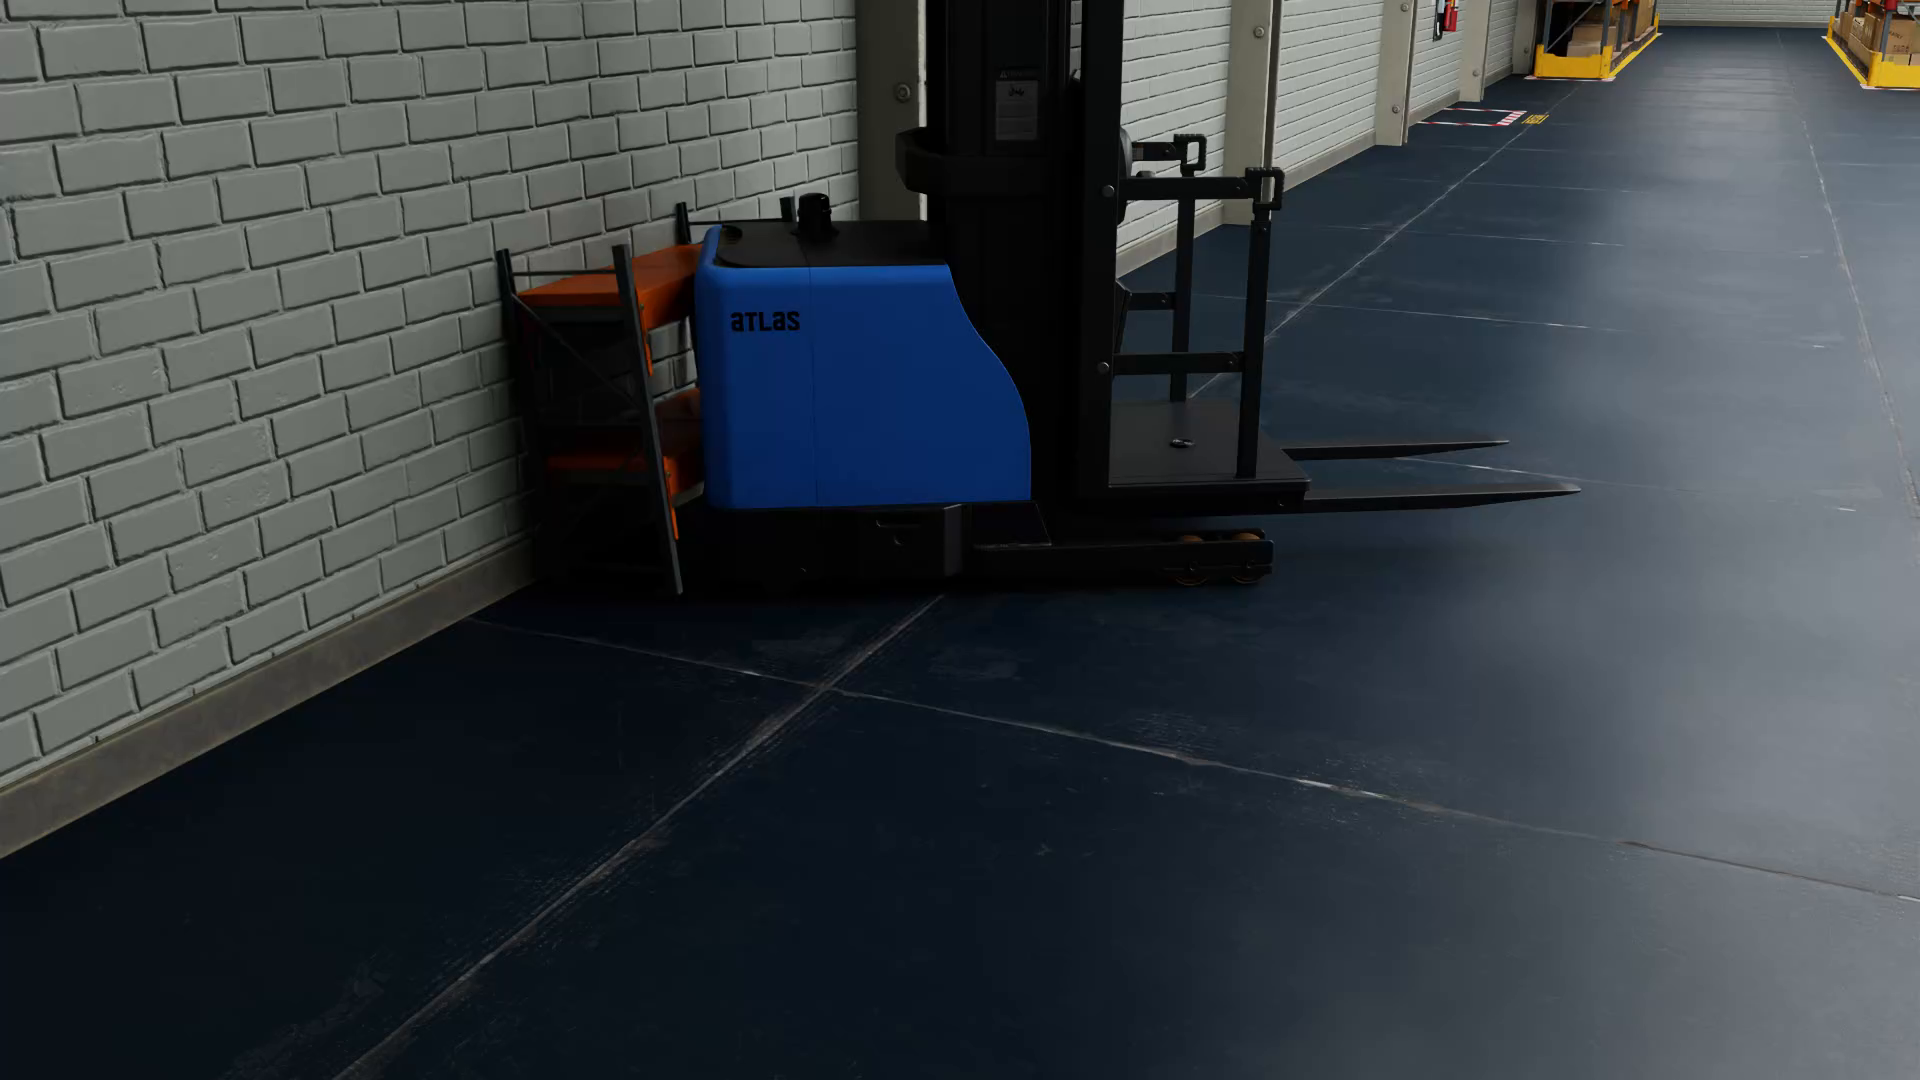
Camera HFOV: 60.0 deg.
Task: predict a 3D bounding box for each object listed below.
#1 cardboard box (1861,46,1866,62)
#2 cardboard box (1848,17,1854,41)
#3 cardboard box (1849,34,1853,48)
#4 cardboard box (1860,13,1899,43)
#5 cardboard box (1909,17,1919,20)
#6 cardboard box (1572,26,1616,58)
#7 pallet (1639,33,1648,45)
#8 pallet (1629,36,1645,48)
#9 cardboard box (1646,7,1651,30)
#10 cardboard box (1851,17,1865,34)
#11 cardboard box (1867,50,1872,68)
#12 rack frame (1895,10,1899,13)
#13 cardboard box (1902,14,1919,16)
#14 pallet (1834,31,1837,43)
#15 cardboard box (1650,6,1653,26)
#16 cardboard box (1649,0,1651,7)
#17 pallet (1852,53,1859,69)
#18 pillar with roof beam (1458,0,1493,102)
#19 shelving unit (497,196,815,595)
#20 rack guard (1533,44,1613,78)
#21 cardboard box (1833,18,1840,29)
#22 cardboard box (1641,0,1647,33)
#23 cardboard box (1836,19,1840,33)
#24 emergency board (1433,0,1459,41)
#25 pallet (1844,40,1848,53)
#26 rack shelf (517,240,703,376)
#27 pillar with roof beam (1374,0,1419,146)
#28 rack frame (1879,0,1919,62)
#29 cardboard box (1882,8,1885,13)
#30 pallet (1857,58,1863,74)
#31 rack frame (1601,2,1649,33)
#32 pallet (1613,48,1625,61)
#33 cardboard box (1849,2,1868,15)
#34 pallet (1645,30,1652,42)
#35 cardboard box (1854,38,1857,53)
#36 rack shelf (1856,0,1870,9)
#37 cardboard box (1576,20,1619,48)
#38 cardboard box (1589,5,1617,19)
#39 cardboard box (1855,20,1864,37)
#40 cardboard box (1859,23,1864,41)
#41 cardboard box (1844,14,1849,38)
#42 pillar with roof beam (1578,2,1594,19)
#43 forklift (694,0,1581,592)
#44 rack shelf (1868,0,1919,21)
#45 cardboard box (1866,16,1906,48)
[{"bbox_3d":[15.370,-8.114,27.786,0.500,0.250,0.500,9,21,23],"label":"cardboard box"},{"bbox_3d":[18.062,-10.187,33.211,0.500,0.500,0.500,9,22,25],"label":"cardboard box"},{"bbox_3d":[17.206,-9.468,31.592,0.500,0.250,0.500,8,21,21],"label":"cardboard box"},{"bbox_3d":[15.780,-8.773,28.520,0.500,0.500,0.500,9,21,23],"label":"cardboard box"},{"bbox_3d":[15.436,-8.091,26.600,0.500,0.500,0.500,9,21,23],"label":"cardboard box"},{"bbox_3d":[11.041,-8.693,29.009,0.700,0.500,0.500,7,21,19],"label":"cardboard box"},{"bbox_3d":[14.763,-11.181,37.092,1.003,0.211,1.213,9,21,23],"label":"pallet"},{"bbox_3d":[14.265,-10.806,36.040,1.003,0.211,1.213,9,21,23],"label":"pallet"},{"bbox_3d":[15.831,-12.285,39.140,0.700,0.500,0.500,9,22,24],"label":"cardboard box"},{"bbox_3d":[17.411,-9.886,31.931,0.500,0.311,0.500,9,22,25],"label":"cardboard box"},{"bbox_3d":[14.761,-7.655,26.494,0.500,0.250,0.500,9,21,23],"label":"cardboard box"},{"bbox_3d":[16.255,-9.617,28.533,1.000,3.000,0.127,9,21,23],"label":"rack frame"},{"bbox_3d":[16.049,-8.549,27.889,0.500,0.500,0.500,9,21,23],"label":"cardboard box"},{"bbox_3d":[20.311,-11.332,37.519,1.003,0.211,1.213,9,21,23],"label":"pallet"},{"bbox_3d":[16.453,-12.756,40.464,0.700,0.500,0.500,9,21,23],"label":"cardboard box"},{"bbox_3d":[15.930,-12.520,38.833,0.380,0.149,0.250,8,21,21],"label":"cardboard box"},{"bbox_3d":[16.521,-8.533,29.648,1.003,0.211,1.213,9,21,23],"label":"pallet"},{"bbox_3d":[11.064,-9.807,20.114,9.100,9.000,0.400,9,21,23],"label":"pillar with roof beam"},{"bbox_3d":[-0.976,-0.532,5.740,0.538,1.125,1.048,3,20,25],"label":"shelving unit"},{"bbox_3d":[10.127,-7.918,27.487,1.175,0.500,0.348,9,21,23],"label":"rack guard"},{"bbox_3d":[20.483,-11.917,38.447,0.500,0.250,0.500,9,21,23],"label":"cardboard box"},{"bbox_3d":[14.501,-11.437,36.233,0.750,0.750,0.750,9,22,24],"label":"cardboard box"},{"bbox_3d":[19.813,-11.445,37.030,0.500,0.311,0.500,9,21,23],"label":"cardboard box"},{"bbox_3d":[6.090,-6.821,20.671,0.194,1.169,0.643,9,21,23],"label":"emergency board"},{"bbox_3d":[18.734,-10.120,34.110,1.003,0.211,1.213,9,21,23],"label":"pallet"},{"bbox_3d":[-1.004,-0.809,5.650,0.538,0.278,1.000,3,20,25],"label":"rack shelf"},{"bbox_3d":[8.607,-7.973,14.957,9.100,9.000,0.400,9,21,23],"label":"pillar with roof beam"},{"bbox_3d":[14.617,-8.394,25.094,1.000,3.000,0.127,9,21,23],"label":"rack frame"},{"bbox_3d":[21.171,-12.114,38.630,0.500,0.500,0.500,9,21,23],"label":"cardboard box"},{"bbox_3d":[15.891,-8.065,28.333,1.003,0.211,1.213,9,21,23],"label":"pallet"},{"bbox_3d":[15.010,-12.741,37.317,1.000,3.000,0.127,9,21,23],"label":"rack frame"},{"bbox_3d":[12.052,-9.220,31.578,1.003,0.211,1.213,9,21,23],"label":"pallet"},{"bbox_3d":[18.496,-10.871,34.016,0.500,0.250,0.500,8,21,22],"label":"cardboard box"},{"bbox_3d":[15.393,-11.649,38.408,1.003,0.211,1.213,9,21,23],"label":"pallet"},{"bbox_3d":[16.578,-8.996,30.265,0.500,0.250,0.500,9,21,24],"label":"cardboard box"},{"bbox_3d":[17.074,-9.889,30.372,1.077,0.370,4.000,9,21,23],"label":"rack shelf"},{"bbox_3d":[12.021,-9.552,31.425,0.700,0.500,0.500,9,22,25],"label":"cardboard box"},{"bbox_3d":[12.407,-10.200,32.128,0.500,0.250,0.500,8,21,21],"label":"cardboard box"},{"bbox_3d":[16.782,-9.412,30.596,0.500,0.311,0.500,8,21,22],"label":"cardboard box"},{"bbox_3d":[16.159,-8.946,29.288,0.500,0.311,0.500,9,21,23],"label":"cardboard box"},{"bbox_3d":[18.691,-10.661,34.543,0.500,0.500,0.500,9,21,23],"label":"cardboard box"},{"bbox_3d":[18.435,-15.309,35.587,9.100,9.000,0.400,9,21,23],"label":"pillar with roof beam"},{"bbox_3d":[0.626,-1.403,5.539,3.031,2.935,1.130,-2,20,-6],"label":"forklift"},{"bbox_3d":[15.436,-8.666,26.934,1.077,0.370,4.000,9,21,23],"label":"rack shelf"},{"bbox_3d":[15.167,-8.315,27.229,0.500,0.500,0.500,9,21,23],"label":"cardboard box"}]
